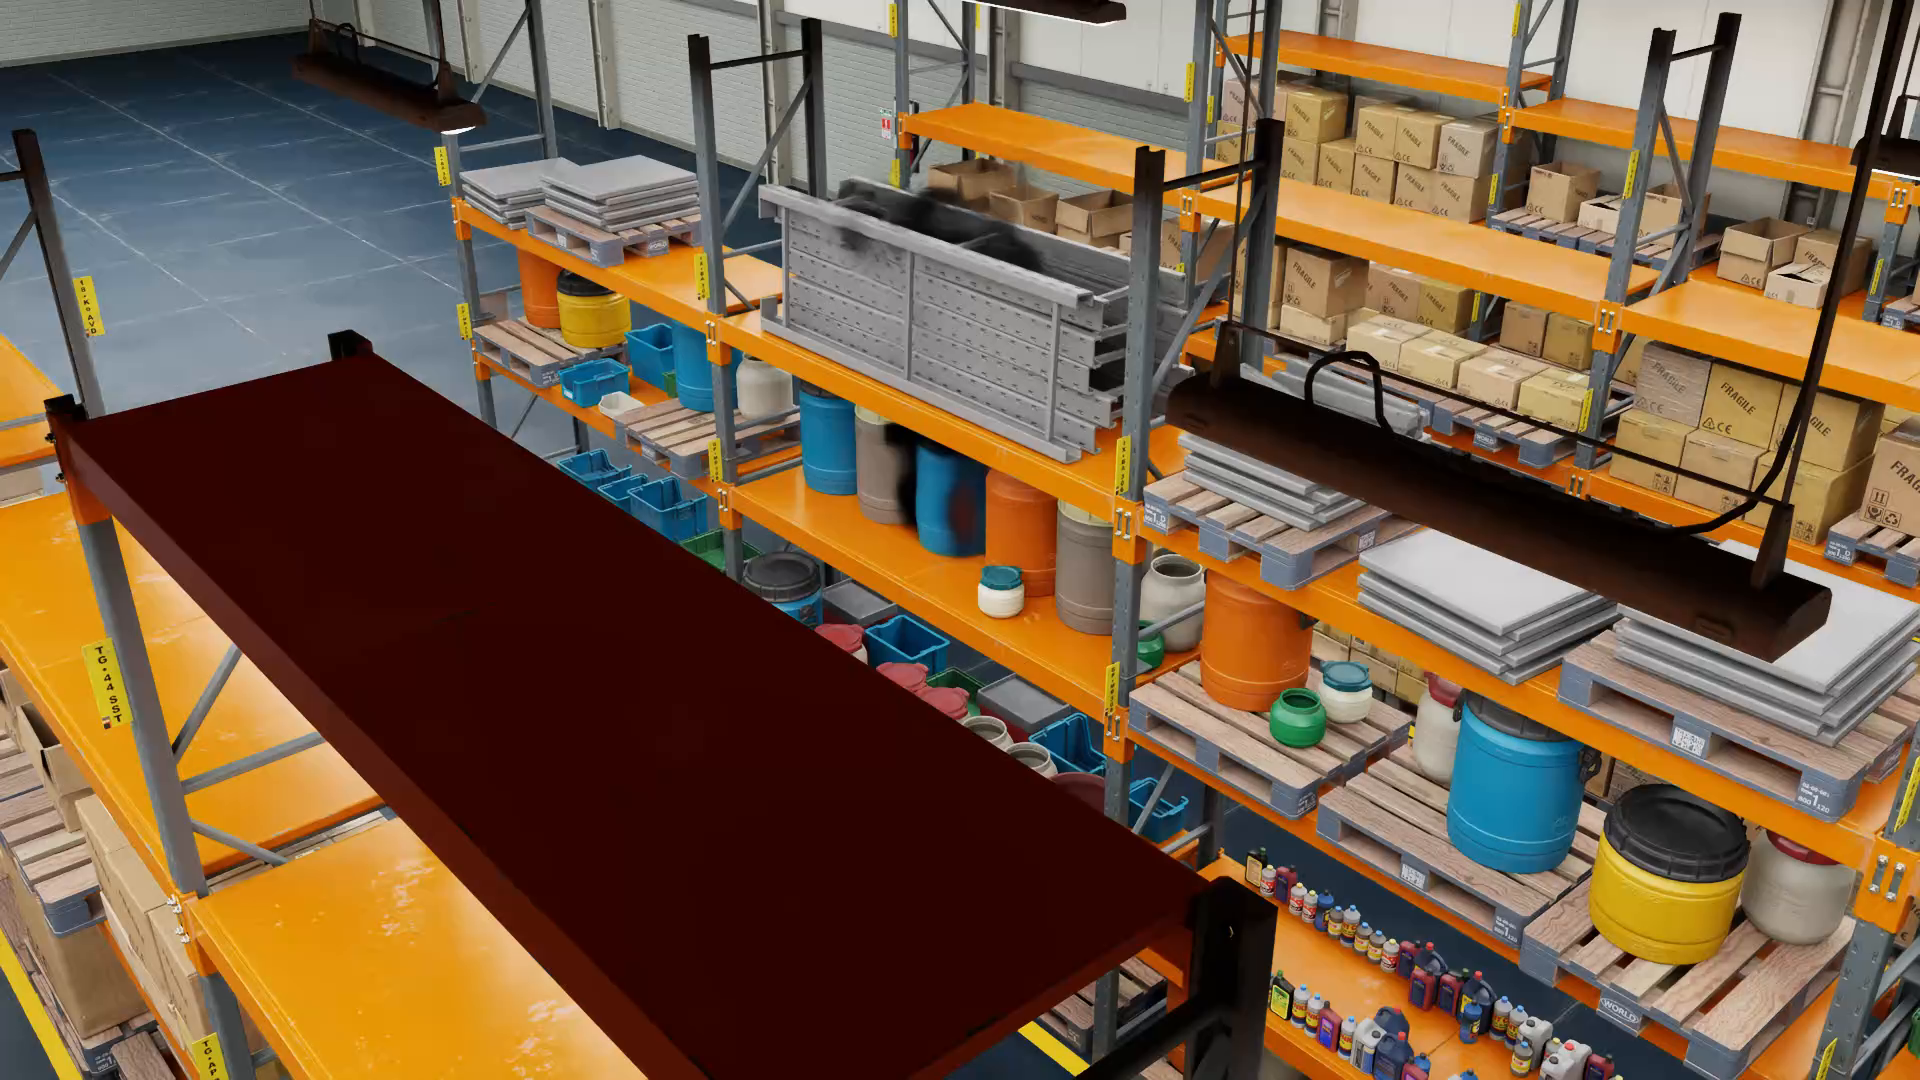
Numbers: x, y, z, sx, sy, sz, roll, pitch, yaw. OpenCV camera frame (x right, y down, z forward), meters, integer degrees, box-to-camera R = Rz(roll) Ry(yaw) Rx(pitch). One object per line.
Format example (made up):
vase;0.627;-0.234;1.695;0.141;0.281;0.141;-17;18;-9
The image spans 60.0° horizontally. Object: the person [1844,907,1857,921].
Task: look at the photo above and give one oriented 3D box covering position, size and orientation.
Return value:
person;5.113;2.733;10.283;0.825;1.769;0.633;18;32;31
